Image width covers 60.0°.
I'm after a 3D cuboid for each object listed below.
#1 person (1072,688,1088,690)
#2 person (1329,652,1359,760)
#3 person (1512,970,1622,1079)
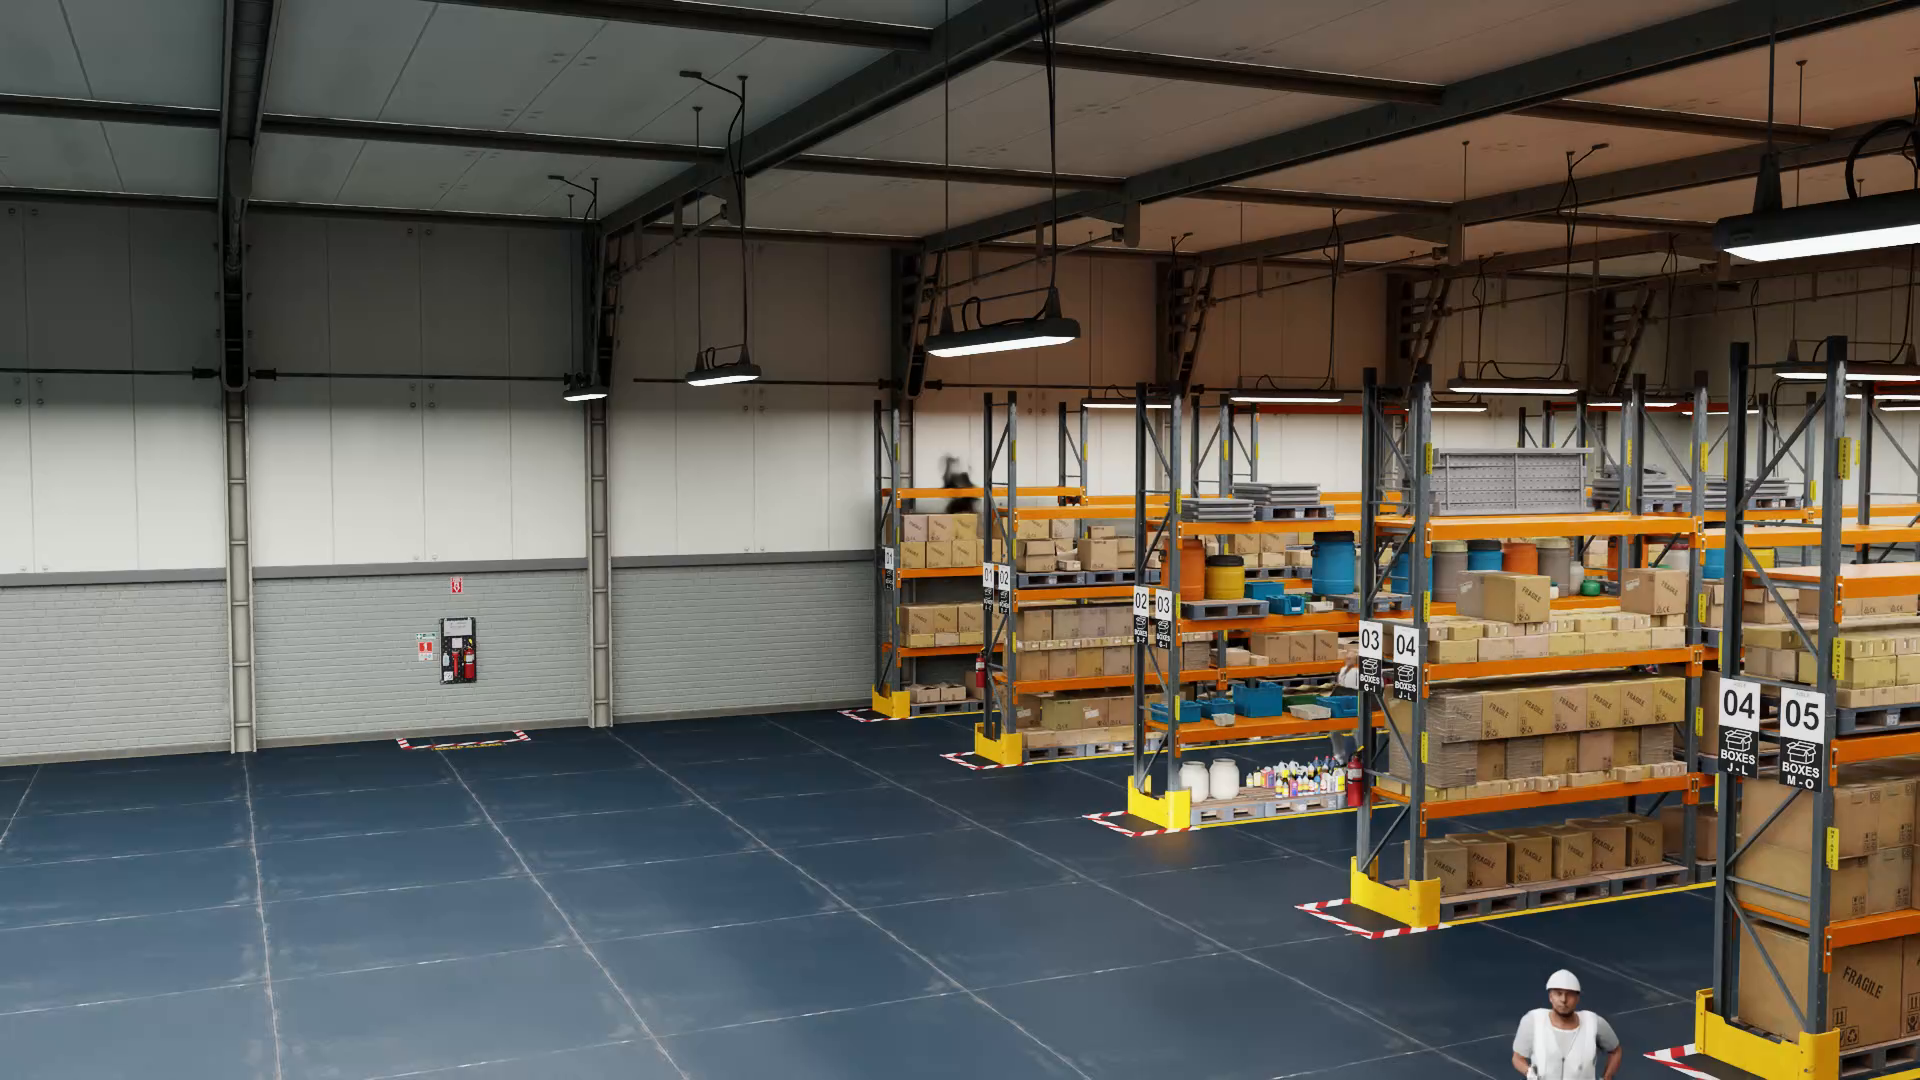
[{"bbox_3d":[2.258,2.566,30.120,0.875,1.669,0.624,-2,4,-30],"label":"person"},{"bbox_3d":[6.264,2.722,26.785,0.825,1.842,0.668,-3,4,-38],"label":"person"},{"bbox_3d":[3.864,3.660,10.638,0.659,1.782,0.645,1,4,24],"label":"person"}]
